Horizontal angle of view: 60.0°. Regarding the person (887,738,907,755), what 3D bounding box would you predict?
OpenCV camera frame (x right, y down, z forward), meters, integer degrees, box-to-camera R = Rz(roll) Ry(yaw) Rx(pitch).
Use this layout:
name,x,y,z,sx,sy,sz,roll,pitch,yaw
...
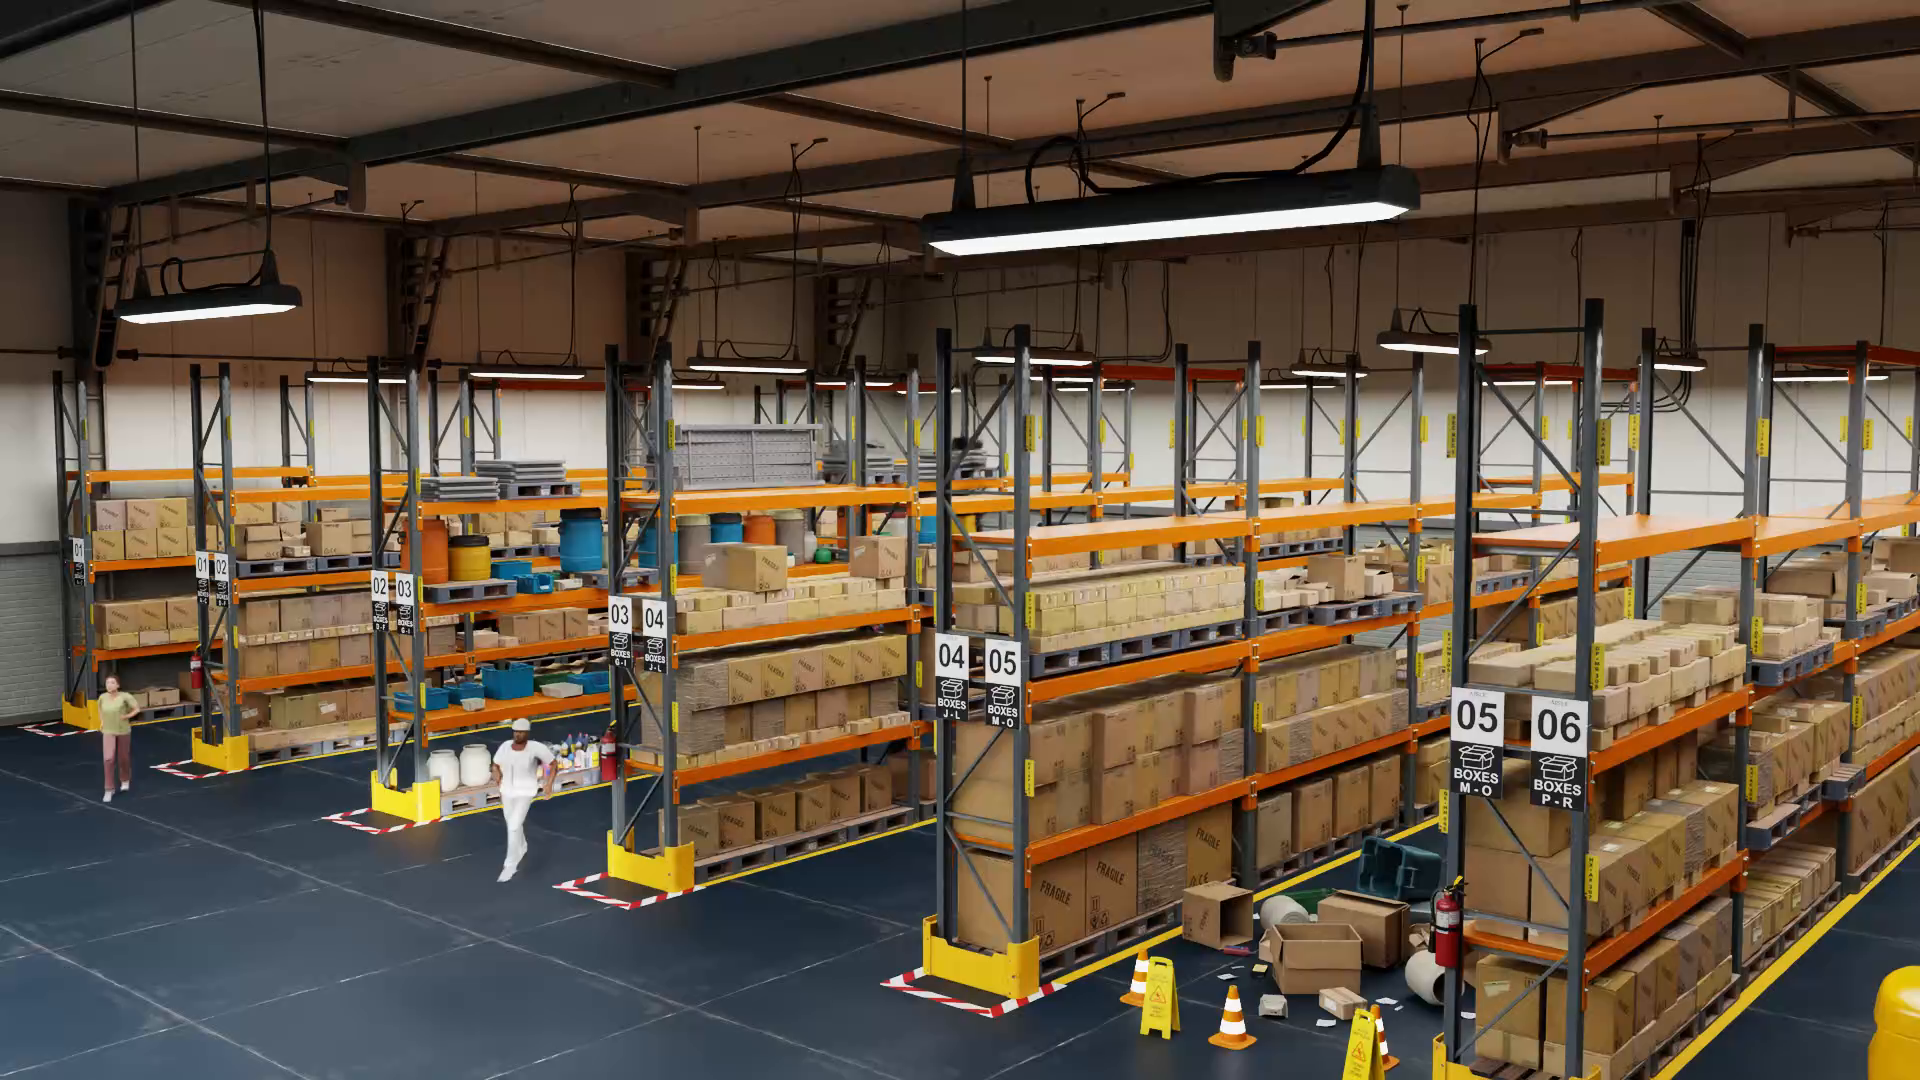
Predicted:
name,x,y,z,sx,sy,sz,roll,pitch,yaw
person,-1.028,2.521,25.323,0.601,1.623,0.648,2,5,29

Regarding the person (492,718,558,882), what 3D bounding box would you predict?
name,x,y,z,sx,sy,sz,roll,pitch,yaw
person,-5.009,2.915,18.948,0.740,1.800,0.824,1,4,15

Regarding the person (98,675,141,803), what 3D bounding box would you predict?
name,x,y,z,sx,sy,sz,roll,pitch,yaw
person,-11.536,2.679,22.821,0.570,1.713,0.800,-1,4,-16
